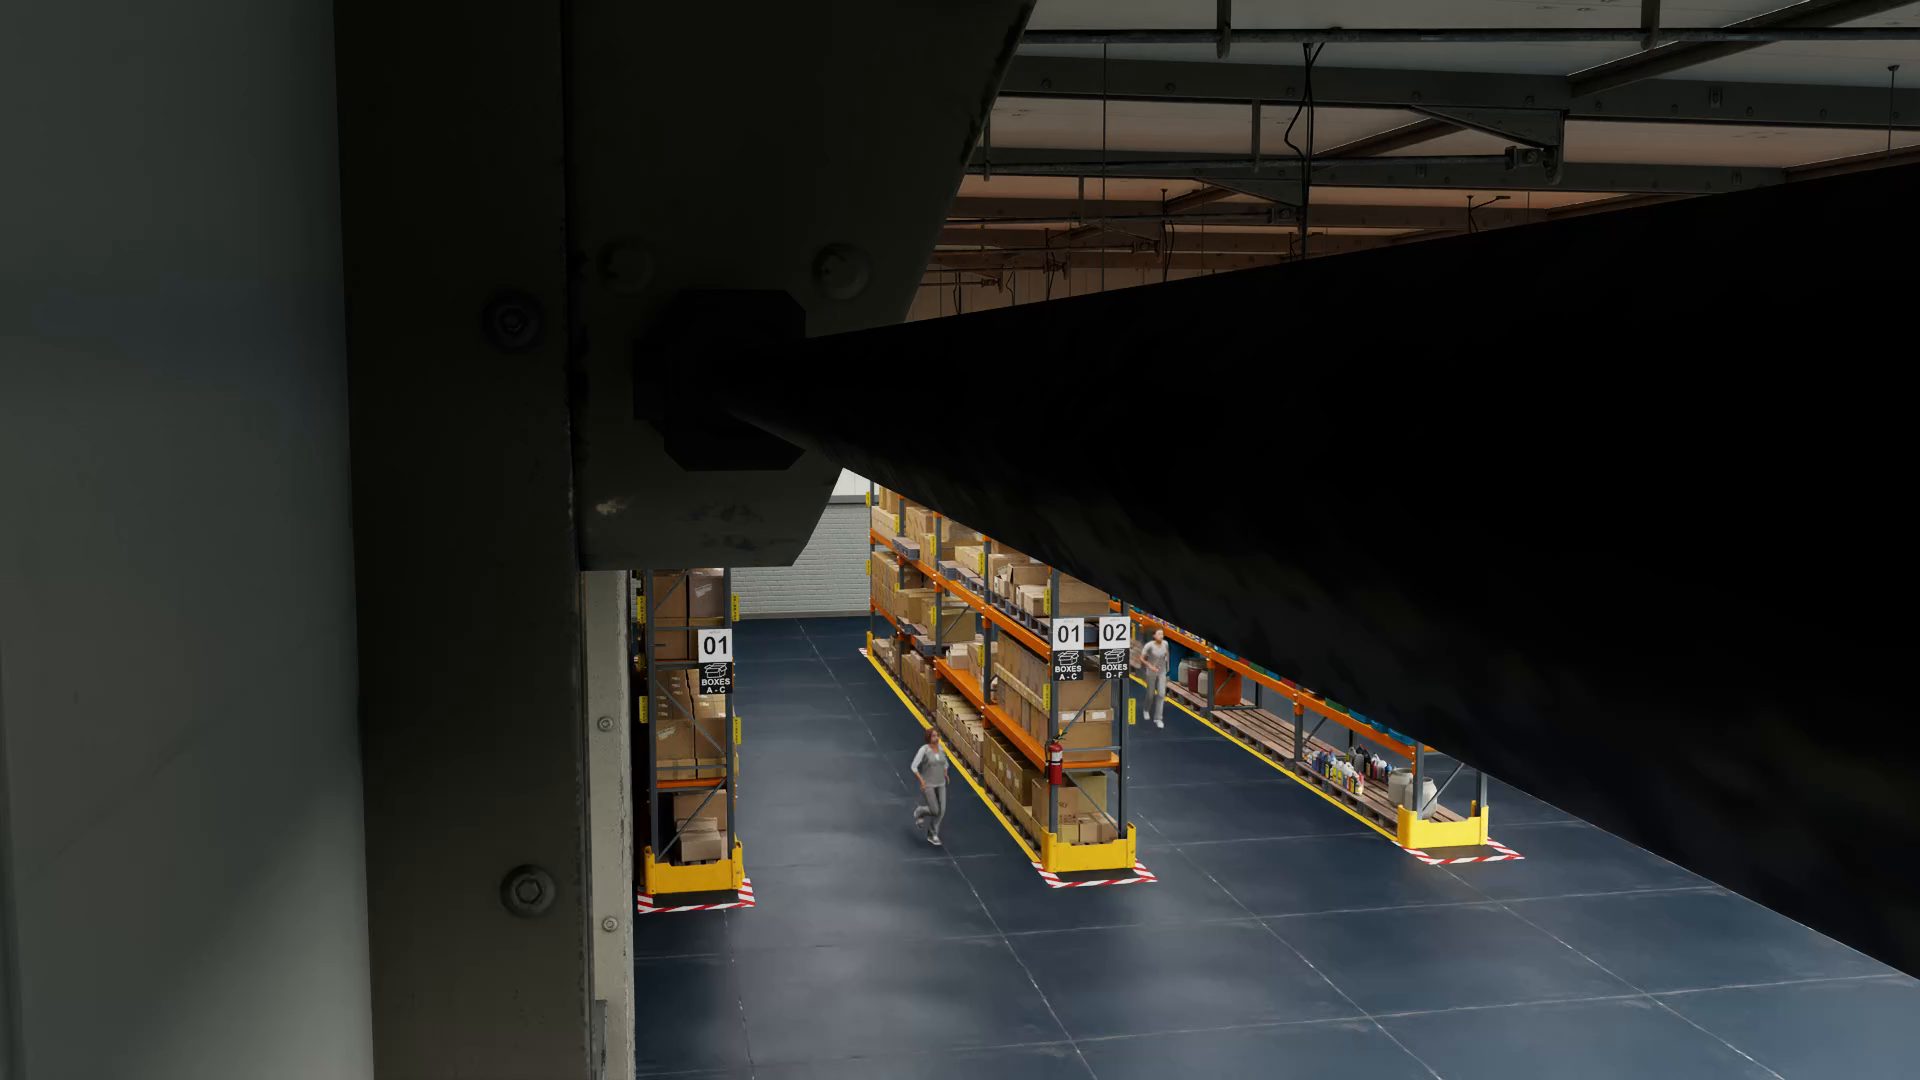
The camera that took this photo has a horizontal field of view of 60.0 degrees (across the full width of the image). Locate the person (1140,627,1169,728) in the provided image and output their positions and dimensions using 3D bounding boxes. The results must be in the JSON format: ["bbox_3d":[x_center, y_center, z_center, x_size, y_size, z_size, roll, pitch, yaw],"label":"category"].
[{"bbox_3d":[3.331,2.291,28.259,0.588,1.665,0.885,-2,6,-18],"label":"person"}]

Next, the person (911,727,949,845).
[{"bbox_3d":[-0.377,3.259,22.128,0.538,1.557,0.548,-4,7,-32],"label":"person"}]
